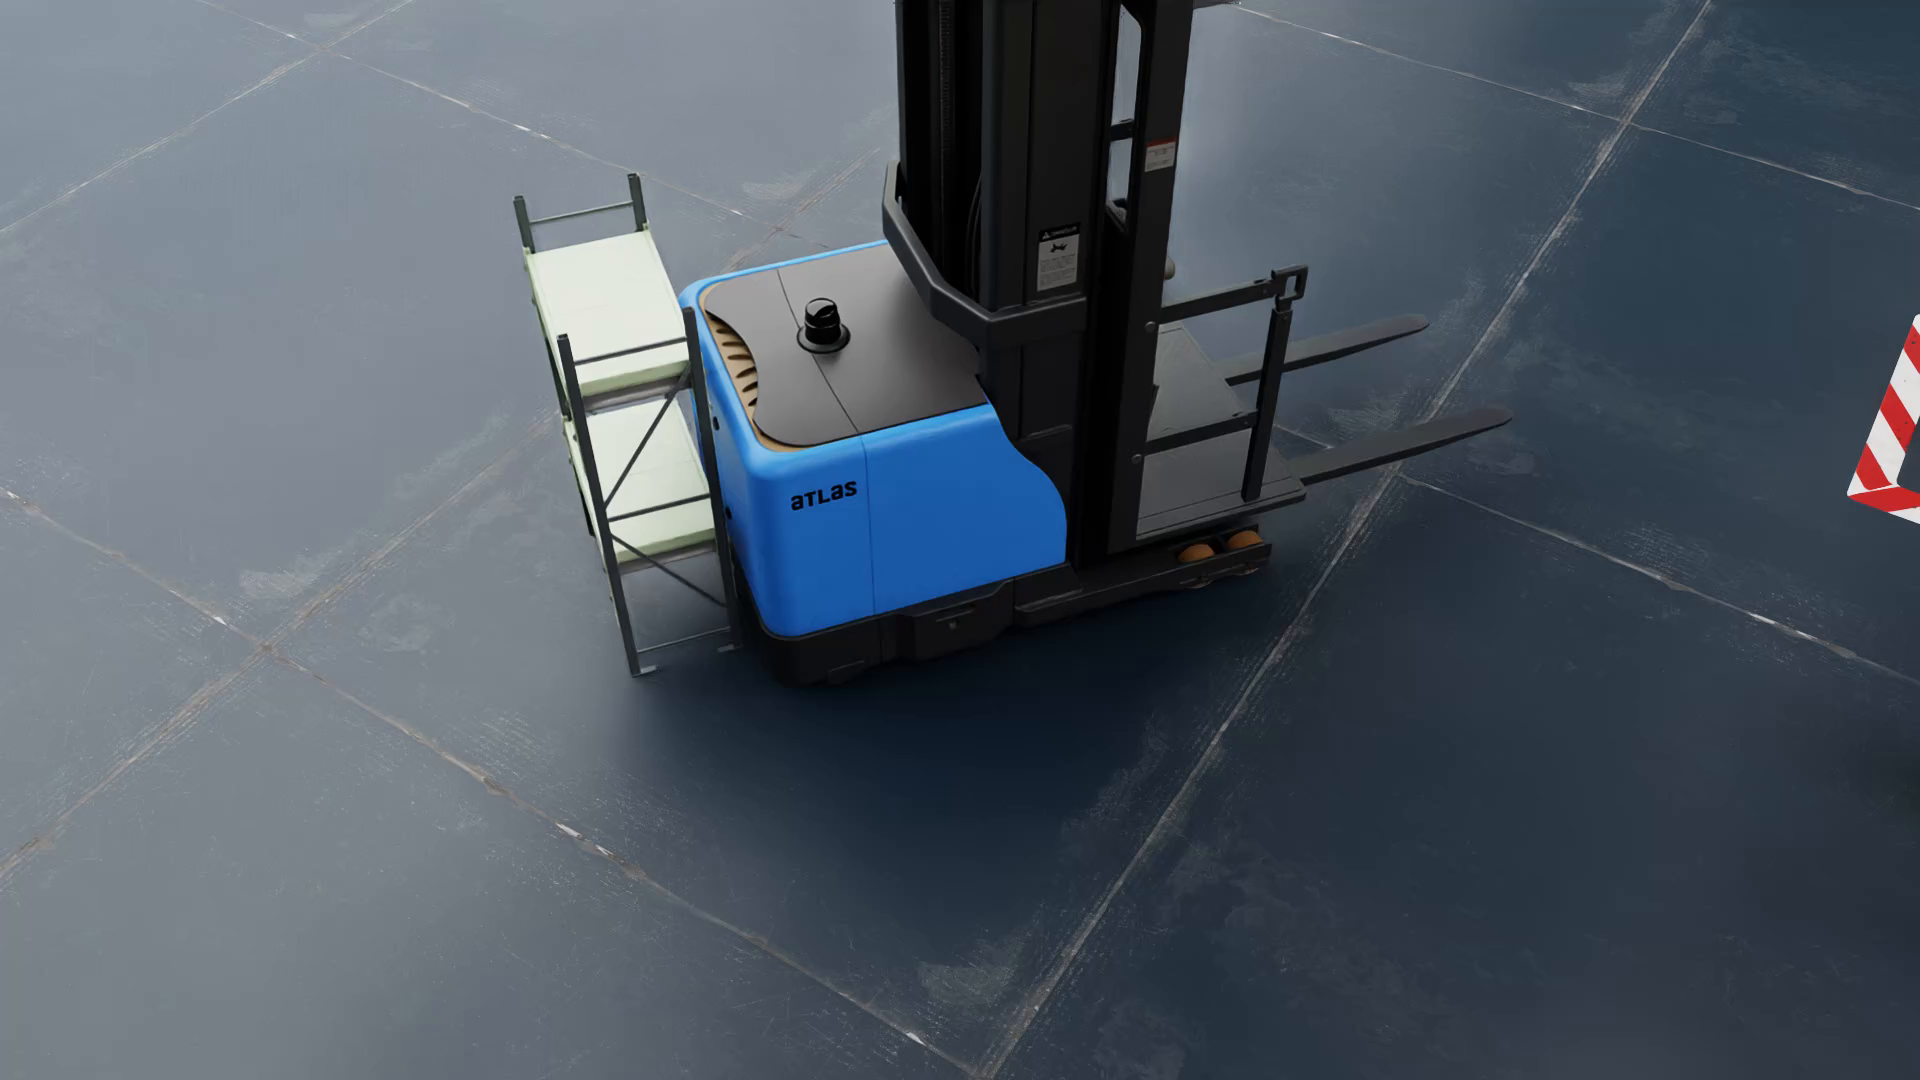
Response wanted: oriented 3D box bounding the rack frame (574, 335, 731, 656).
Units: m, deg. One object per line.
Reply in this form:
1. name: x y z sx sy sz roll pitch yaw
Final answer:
1. rack frame: -0.959 -0.100 5.301 0.380 1.308 0.010 -15 48 -14

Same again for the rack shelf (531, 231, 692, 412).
1. rack shelf: -1.084 -0.687 5.191 0.368 0.124 0.686 -15 48 -14

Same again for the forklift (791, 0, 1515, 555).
1. forklift: 0.607 -1.182 5.355 3.031 2.935 1.121 -15 48 -14

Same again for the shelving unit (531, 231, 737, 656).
1. shelving unit: -1.082 -0.343 5.538 0.431 1.308 0.731 -15 48 -14

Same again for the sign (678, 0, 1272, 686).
1. sign: 0.064 -1.002 5.253 2.025 2.768 2.177 25 51 22

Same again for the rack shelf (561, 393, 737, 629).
1. rack shelf: -1.084 -0.120 5.775 0.431 0.370 0.720 -15 48 -14
